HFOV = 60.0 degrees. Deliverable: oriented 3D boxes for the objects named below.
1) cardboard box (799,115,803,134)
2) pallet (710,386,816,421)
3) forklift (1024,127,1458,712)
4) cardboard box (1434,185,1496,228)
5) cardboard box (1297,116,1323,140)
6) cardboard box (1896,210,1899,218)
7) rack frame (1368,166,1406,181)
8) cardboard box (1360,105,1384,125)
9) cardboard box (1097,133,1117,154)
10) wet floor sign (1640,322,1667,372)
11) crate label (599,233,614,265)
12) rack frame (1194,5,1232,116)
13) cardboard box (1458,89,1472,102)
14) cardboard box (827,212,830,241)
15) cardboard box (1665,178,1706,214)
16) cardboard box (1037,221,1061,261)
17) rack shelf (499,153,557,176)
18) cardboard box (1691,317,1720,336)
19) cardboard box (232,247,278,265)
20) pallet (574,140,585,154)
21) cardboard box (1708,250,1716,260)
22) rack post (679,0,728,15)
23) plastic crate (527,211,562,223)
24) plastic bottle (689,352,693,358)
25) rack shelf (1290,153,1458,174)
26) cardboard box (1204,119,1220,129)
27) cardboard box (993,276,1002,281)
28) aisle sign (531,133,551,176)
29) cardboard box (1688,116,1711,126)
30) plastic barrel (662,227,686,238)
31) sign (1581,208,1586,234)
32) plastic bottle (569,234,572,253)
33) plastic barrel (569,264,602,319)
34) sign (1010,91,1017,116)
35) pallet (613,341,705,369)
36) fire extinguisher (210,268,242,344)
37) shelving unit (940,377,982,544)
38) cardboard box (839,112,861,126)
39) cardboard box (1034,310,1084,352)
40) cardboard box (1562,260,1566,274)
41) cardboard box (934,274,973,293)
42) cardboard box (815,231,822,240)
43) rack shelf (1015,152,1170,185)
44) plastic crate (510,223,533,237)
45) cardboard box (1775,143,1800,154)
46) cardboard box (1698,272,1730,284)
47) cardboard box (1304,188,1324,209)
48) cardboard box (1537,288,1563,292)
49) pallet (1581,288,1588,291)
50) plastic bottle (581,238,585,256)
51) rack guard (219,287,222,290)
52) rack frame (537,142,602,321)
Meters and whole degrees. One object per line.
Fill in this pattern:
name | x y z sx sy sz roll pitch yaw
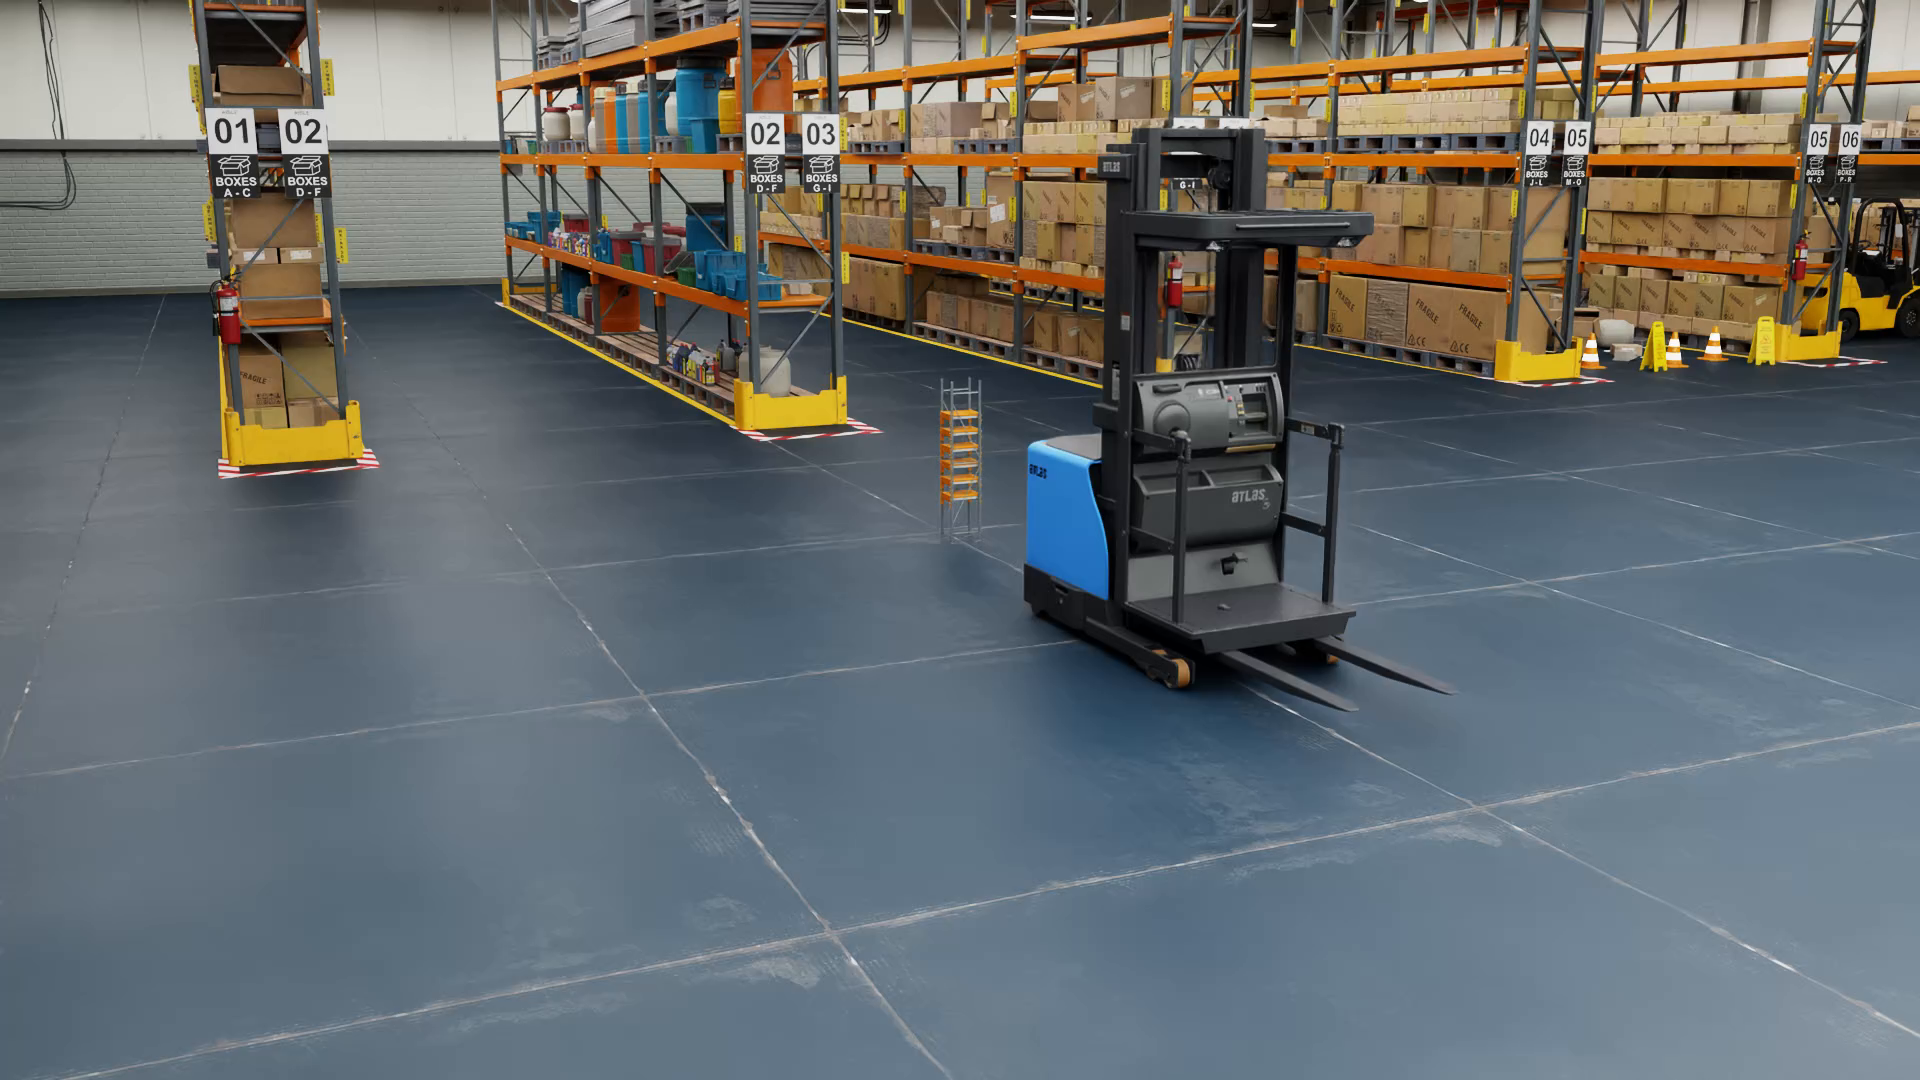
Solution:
cardboard box | -2.566 -7.633 30.669 0.700 0.500 0.500 -5 14 -20
pallet | -2.112 -1.496 18.367 1.003 0.211 1.213 -6 14 -23
forklift | 1.492 -0.740 9.066 1.130 2.935 3.031 -6 14 -25
cardboard box | 6.888 -4.462 22.270 0.875 0.550 0.550 -6 14 -23
cardboard box | 7.051 -8.401 33.987 0.500 0.500 0.500 -5 14 -22
cardboard box | 15.218 -5.301 26.962 0.380 0.149 0.250 -6 14 -25
rack frame | 10.038 -7.772 39.299 1.000 3.000 0.127 -6 14 -23
cardboard box | 5.946 -5.932 23.216 0.500 0.250 0.500 -6 14 -23
cardboard box | 1.995 -4.797 20.124 0.500 0.250 0.500 -5 14 -22
wet floor sign | 9.232 -2.575 22.066 0.267 0.644 0.232 -9 16 -33
crate label | -4.772 -4.115 23.420 0.502 0.435 0.616 -6 14 -23
rack frame | 5.492 -10.246 36.682 1.000 3.000 0.127 -6 14 -23
cardboard box | 6.653 -5.727 21.447 0.380 0.149 0.250 -5 14 -22
cardboard box | -2.031 -5.533 29.401 0.500 0.500 0.500 -6 14 -23
cardboard box | 10.929 -5.101 24.658 0.700 0.500 0.500 -6 14 -23
cardboard box | 1.510 -3.937 21.848 0.875 0.500 0.500 -6 14 -23
rack shelf | -7.326 -6.678 29.516 1.077 0.370 4.000 -6 14 -23
cardboard box | 11.130 -3.133 24.421 0.500 0.250 0.500 -6 14 -23
cardboard box | -6.585 -2.655 15.528 0.380 0.149 0.250 -6 14 -24
pallet | -5.139 -5.864 24.821 1.003 0.211 1.213 -6 14 -23
cardboard box | 11.164 -4.166 24.276 0.380 0.149 0.250 -5 14 -22
rack post | -2.522 -5.958 18.325 0.937 0.300 0.954 -6 14 -24
plastic crate | -7.822 -5.975 31.321 0.616 0.435 0.499 -6 14 -23
plastic bottle | -3.208 -2.116 19.937 0.097 0.271 0.097 0 13 0
rack shelf | 7.895 -7.194 31.746 1.077 0.370 4.000 -6 14 -23
cardboard box | 2.922 -4.783 19.178 0.380 0.149 0.250 -6 14 -23
cardboard box | 0.913 -5.534 35.018 0.380 0.149 0.250 -5 14 -22
aisle sign | -7.887 -7.289 31.444 0.394 0.787 0.004 -6 14 -23
cardboard box | 10.850 -6.102 24.219 0.380 0.149 0.250 -5 14 -22
plastic barrel | -3.796 -3.937 22.425 0.433 0.535 0.433 0 13 0
sign | 7.917 -4.059 21.159 0.100 0.325 0.005 -6 14 -23
plastic bottle | -6.060 -4.618 25.929 0.061 0.283 0.133 -6 14 -23
plastic barrel | -6.039 -4.076 27.052 0.600 0.901 0.708 -6 14 -23
sign | 0.711 -5.803 22.118 0.100 0.325 0.005 -6 14 -23
pallet | -4.163 -2.554 22.937 1.003 0.211 1.213 -6 14 -23
fire extinguisher | -6.636 -2.124 15.068 0.296 0.674 0.183 -6 14 -23
shelving unit | 0.006 -0.582 12.222 0.258 1.200 0.189 -6 14 -23
cardboard box | -1.745 -7.197 29.010 0.700 0.500 0.500 -5 14 -22
cardboard box | 1.342 -2.849 22.641 0.500 0.500 0.500 -6 14 -25
cardboard box | 12.473 -5.386 33.603 0.500 0.500 0.500 -5 14 -21
cardboard box | -0.088 -4.001 25.911 0.500 0.250 0.500 -5 14 -21
cardboard box | -2.409 -5.513 30.093 0.380 0.149 0.250 -6 14 -23
rack shelf | 2.020 -4.646 20.737 1.077 0.370 4.000 -6 14 -23
plastic crate | -8.066 -5.712 30.634 0.416 0.233 0.300 -6 14 -23
cardboard box | 11.502 -5.405 22.975 0.380 0.149 0.250 -6 14 -23
cardboard box | 11.035 -3.828 24.321 0.380 0.149 0.250 -5 14 -22
cardboard box | 5.599 -5.014 24.942 0.700 0.500 0.500 -6 14 -24
cardboard box | 9.795 -4.025 28.003 0.950 0.372 0.625 -5 14 -19
pallet | 12.978 -4.919 33.153 1.003 0.211 1.213 -6 14 -23
plastic bottle | -5.675 -4.424 25.116 0.097 0.271 0.097 0 13 0
rack guard | -12.636 -4.301 29.842 1.175 0.500 0.348 -6 14 -23
rack frame | -6.524 -5.154 27.988 1.000 3.000 0.127 -6 14 -23
